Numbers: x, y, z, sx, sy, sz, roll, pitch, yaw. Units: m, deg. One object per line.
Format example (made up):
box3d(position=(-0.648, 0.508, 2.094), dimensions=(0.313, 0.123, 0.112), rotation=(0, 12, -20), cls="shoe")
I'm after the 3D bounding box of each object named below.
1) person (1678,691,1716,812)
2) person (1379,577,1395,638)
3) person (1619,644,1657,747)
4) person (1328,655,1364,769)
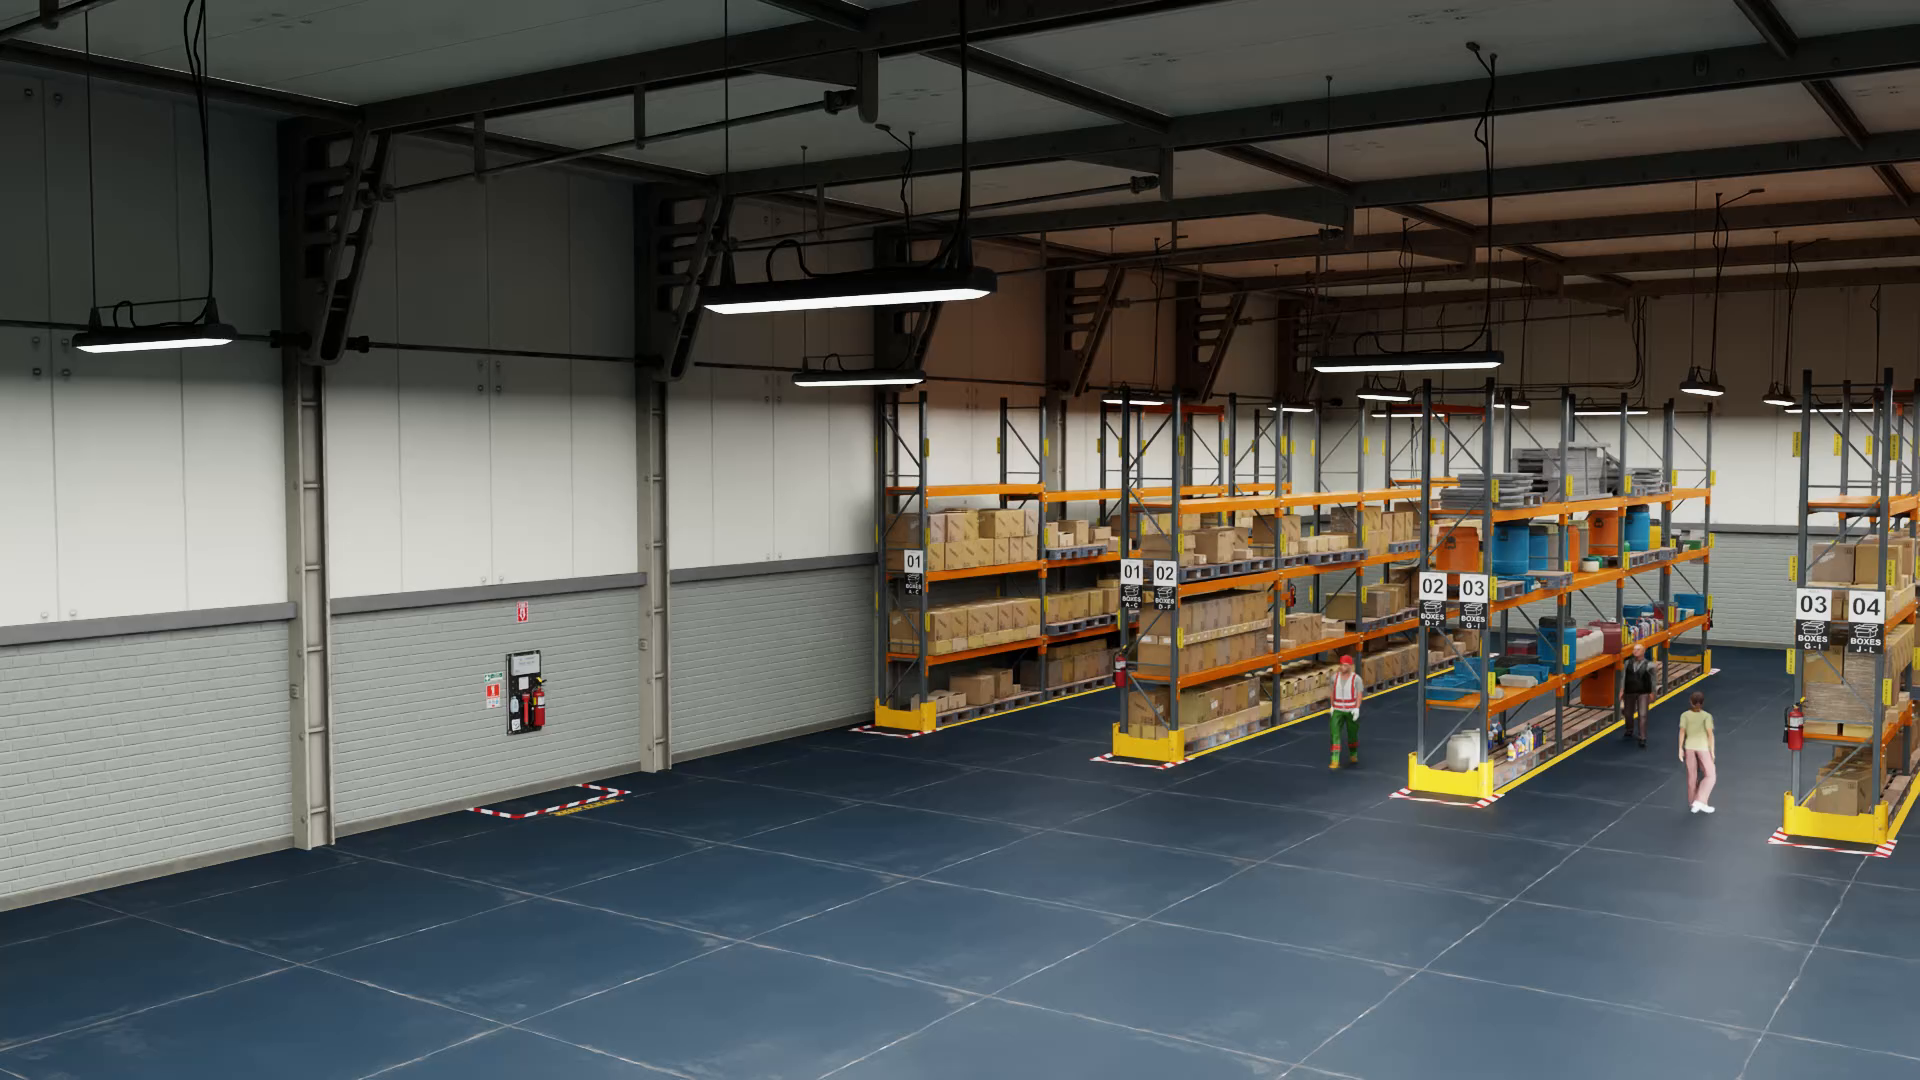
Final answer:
box3d(position=(10.103, 2.909, 22.776), dimensions=(0.495, 1.669, 0.533), rotation=(2, 4, 36), cls="person")
box3d(position=(10.764, 1.786, 42.300), dimensions=(0.627, 1.708, 1.085), rotation=(2, 4, 37), cls="person")
box3d(position=(11.426, 2.593, 28.021), dimensions=(0.575, 1.682, 1.017), rotation=(1, 3, 25), cls="person")
box3d(position=(6.011, 2.667, 25.971), dimensions=(0.550, 1.737, 1.020), rotation=(2, 4, 25), cls="person")
